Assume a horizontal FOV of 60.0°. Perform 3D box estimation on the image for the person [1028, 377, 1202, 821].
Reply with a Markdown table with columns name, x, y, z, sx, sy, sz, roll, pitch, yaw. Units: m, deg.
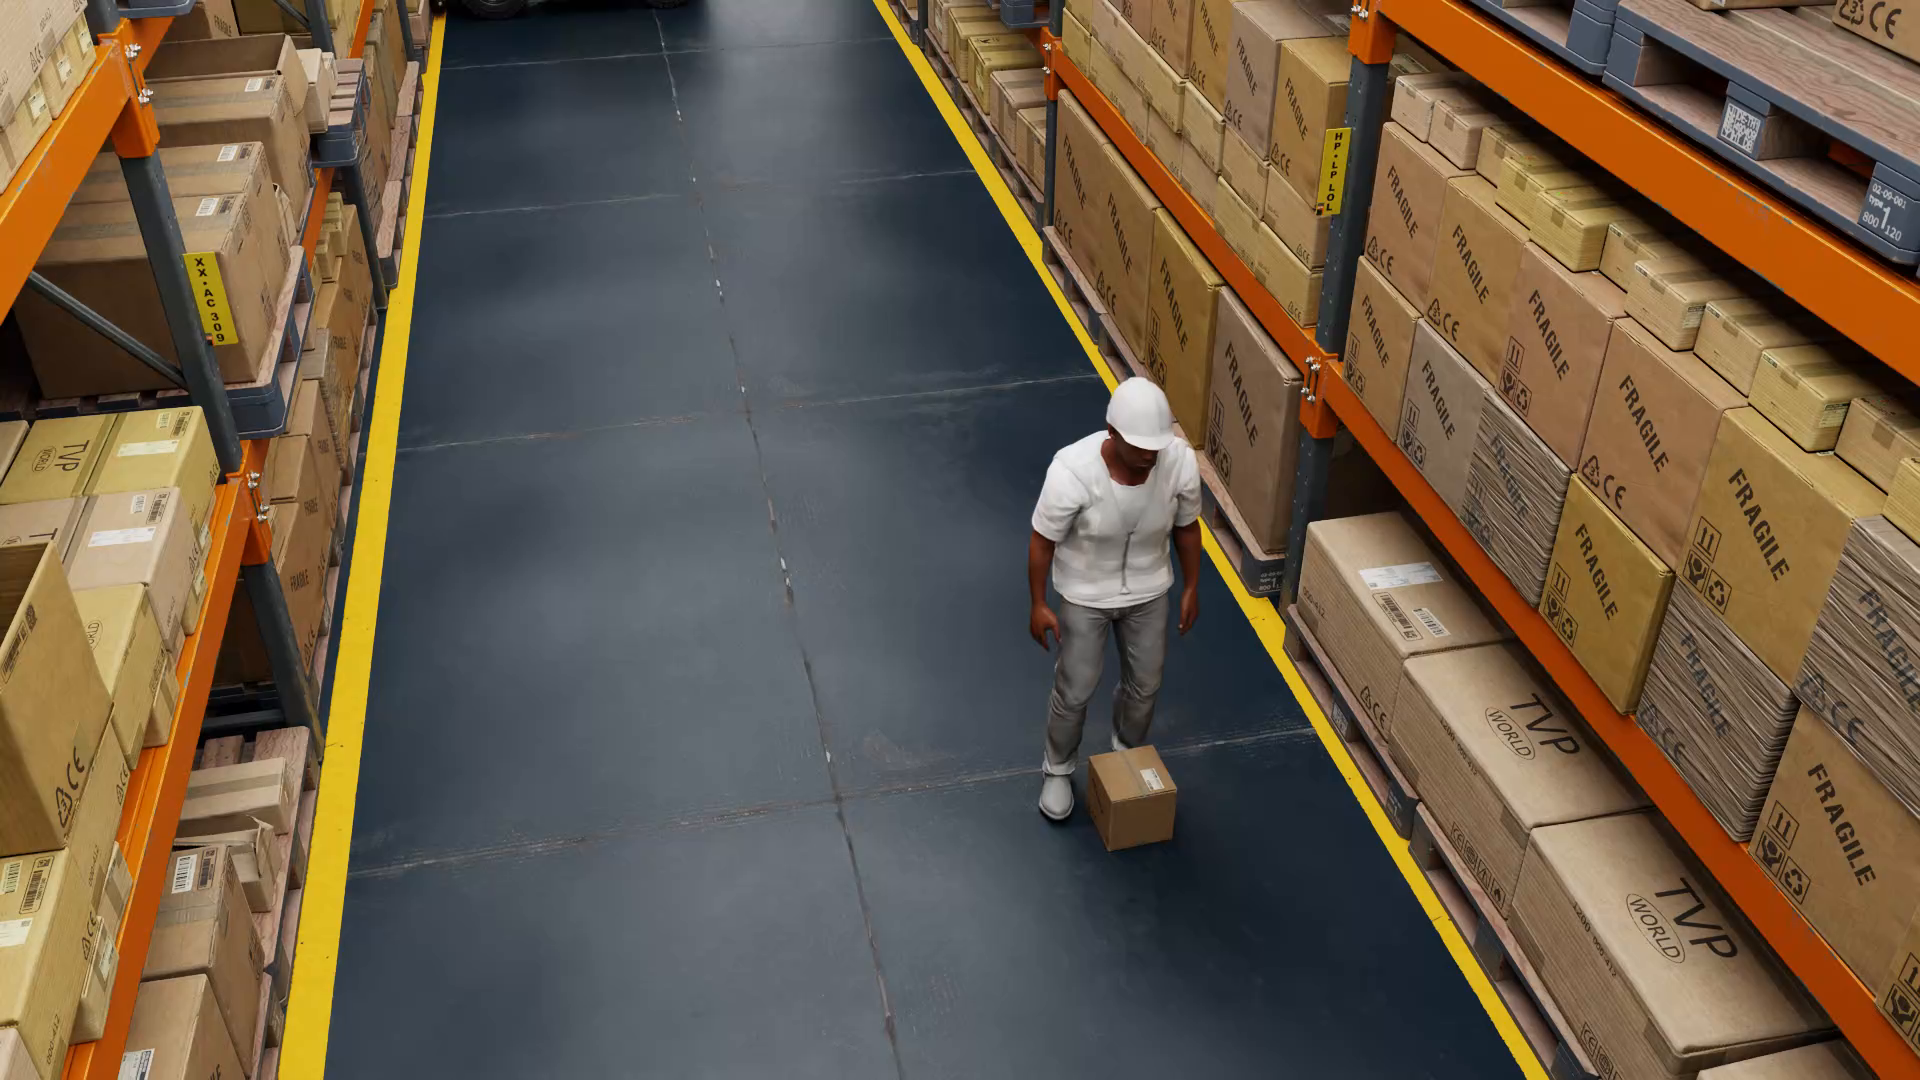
| name | x | y | z | sx | sy | sz | roll | pitch | yaw |
| --- | --- | --- | --- | --- | --- | --- | --- | --- | --- |
| person | 0.545 | 0.197 | 5.835 | 0.628 | 1.761 | 0.458 | -7 | 35 | -10 |
